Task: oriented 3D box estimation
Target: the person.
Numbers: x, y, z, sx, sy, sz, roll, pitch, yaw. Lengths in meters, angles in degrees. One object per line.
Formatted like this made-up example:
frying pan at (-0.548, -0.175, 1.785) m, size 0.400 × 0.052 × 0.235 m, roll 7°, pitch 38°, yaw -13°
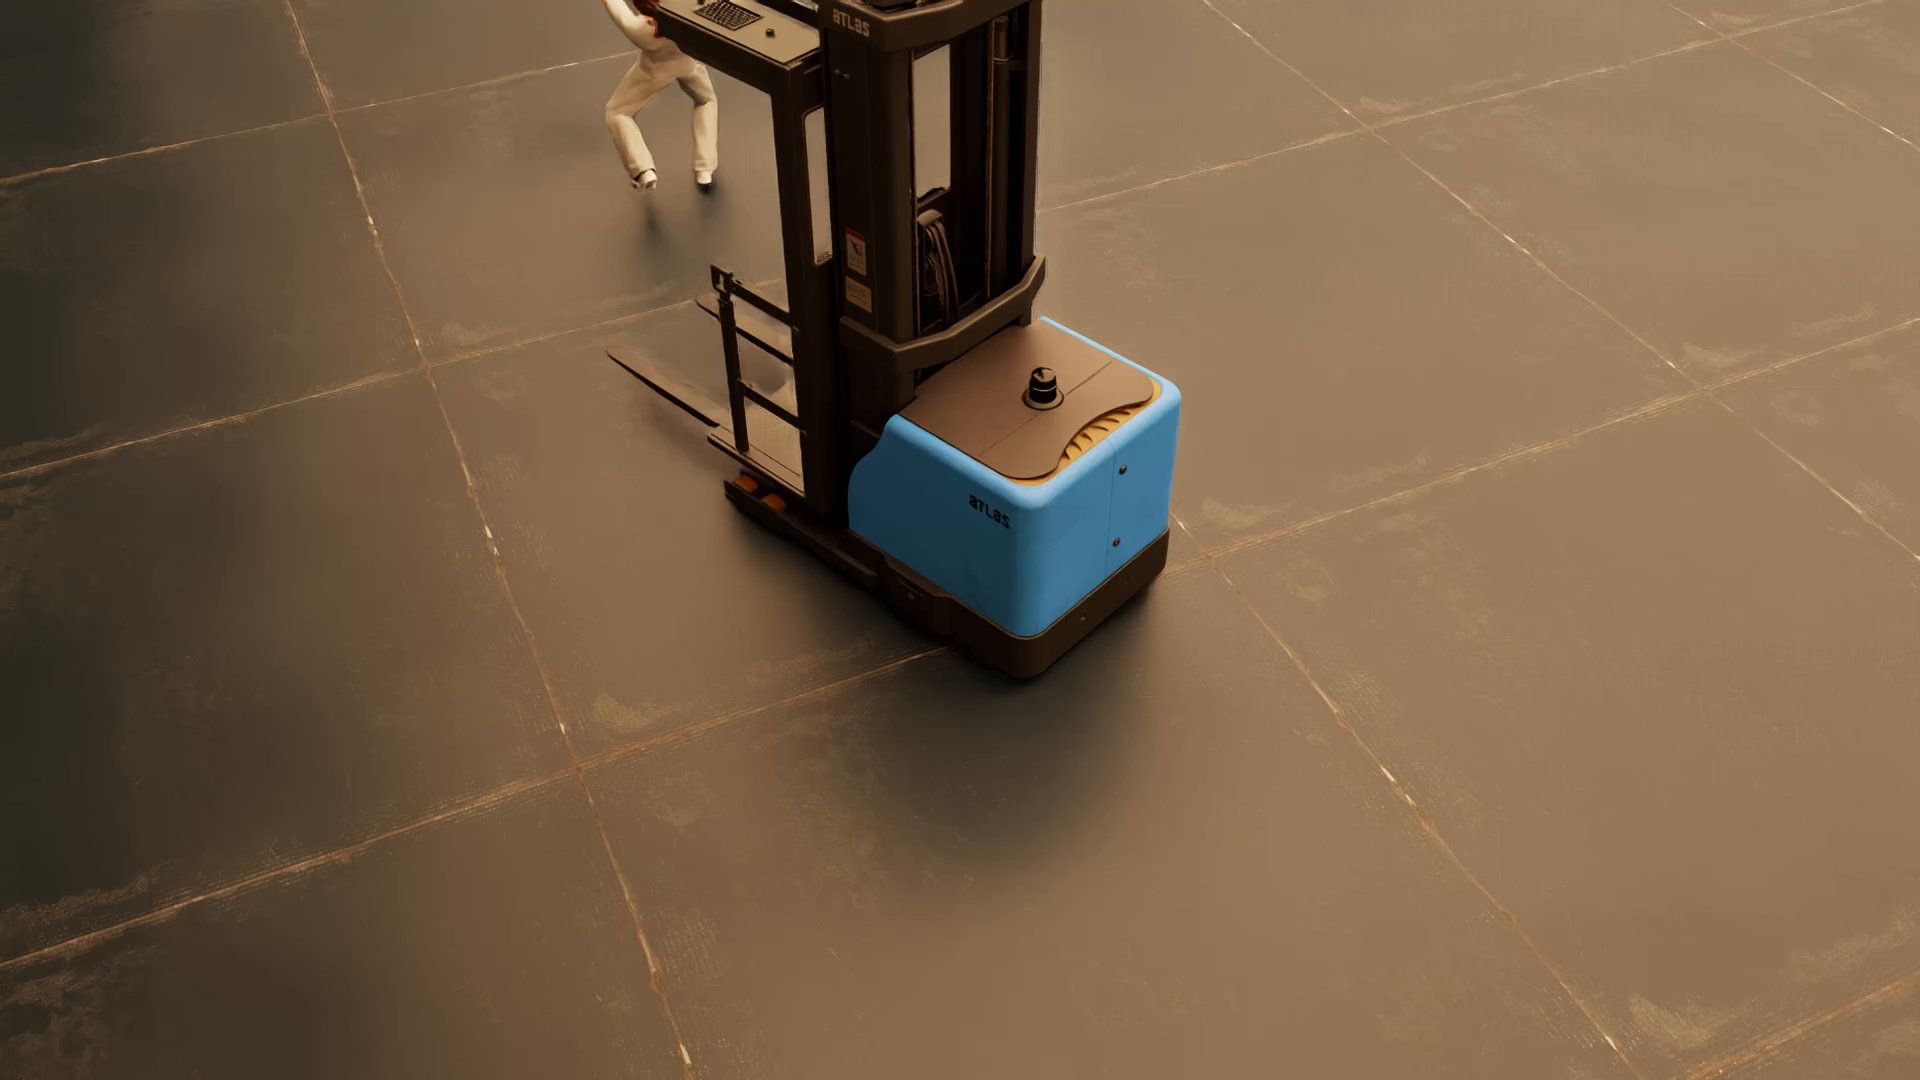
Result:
person at (-1.580, -2.780, 9.669) m, size 0.980 × 1.533 × 0.654 m, roll -20°, pitch 47°, yaw -20°

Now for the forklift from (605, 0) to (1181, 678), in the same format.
forklift at (-0.486, -1.361, 7.139) m, size 3.031 × 2.935 × 1.130 m, roll 32°, pitch 52°, yaw 30°
